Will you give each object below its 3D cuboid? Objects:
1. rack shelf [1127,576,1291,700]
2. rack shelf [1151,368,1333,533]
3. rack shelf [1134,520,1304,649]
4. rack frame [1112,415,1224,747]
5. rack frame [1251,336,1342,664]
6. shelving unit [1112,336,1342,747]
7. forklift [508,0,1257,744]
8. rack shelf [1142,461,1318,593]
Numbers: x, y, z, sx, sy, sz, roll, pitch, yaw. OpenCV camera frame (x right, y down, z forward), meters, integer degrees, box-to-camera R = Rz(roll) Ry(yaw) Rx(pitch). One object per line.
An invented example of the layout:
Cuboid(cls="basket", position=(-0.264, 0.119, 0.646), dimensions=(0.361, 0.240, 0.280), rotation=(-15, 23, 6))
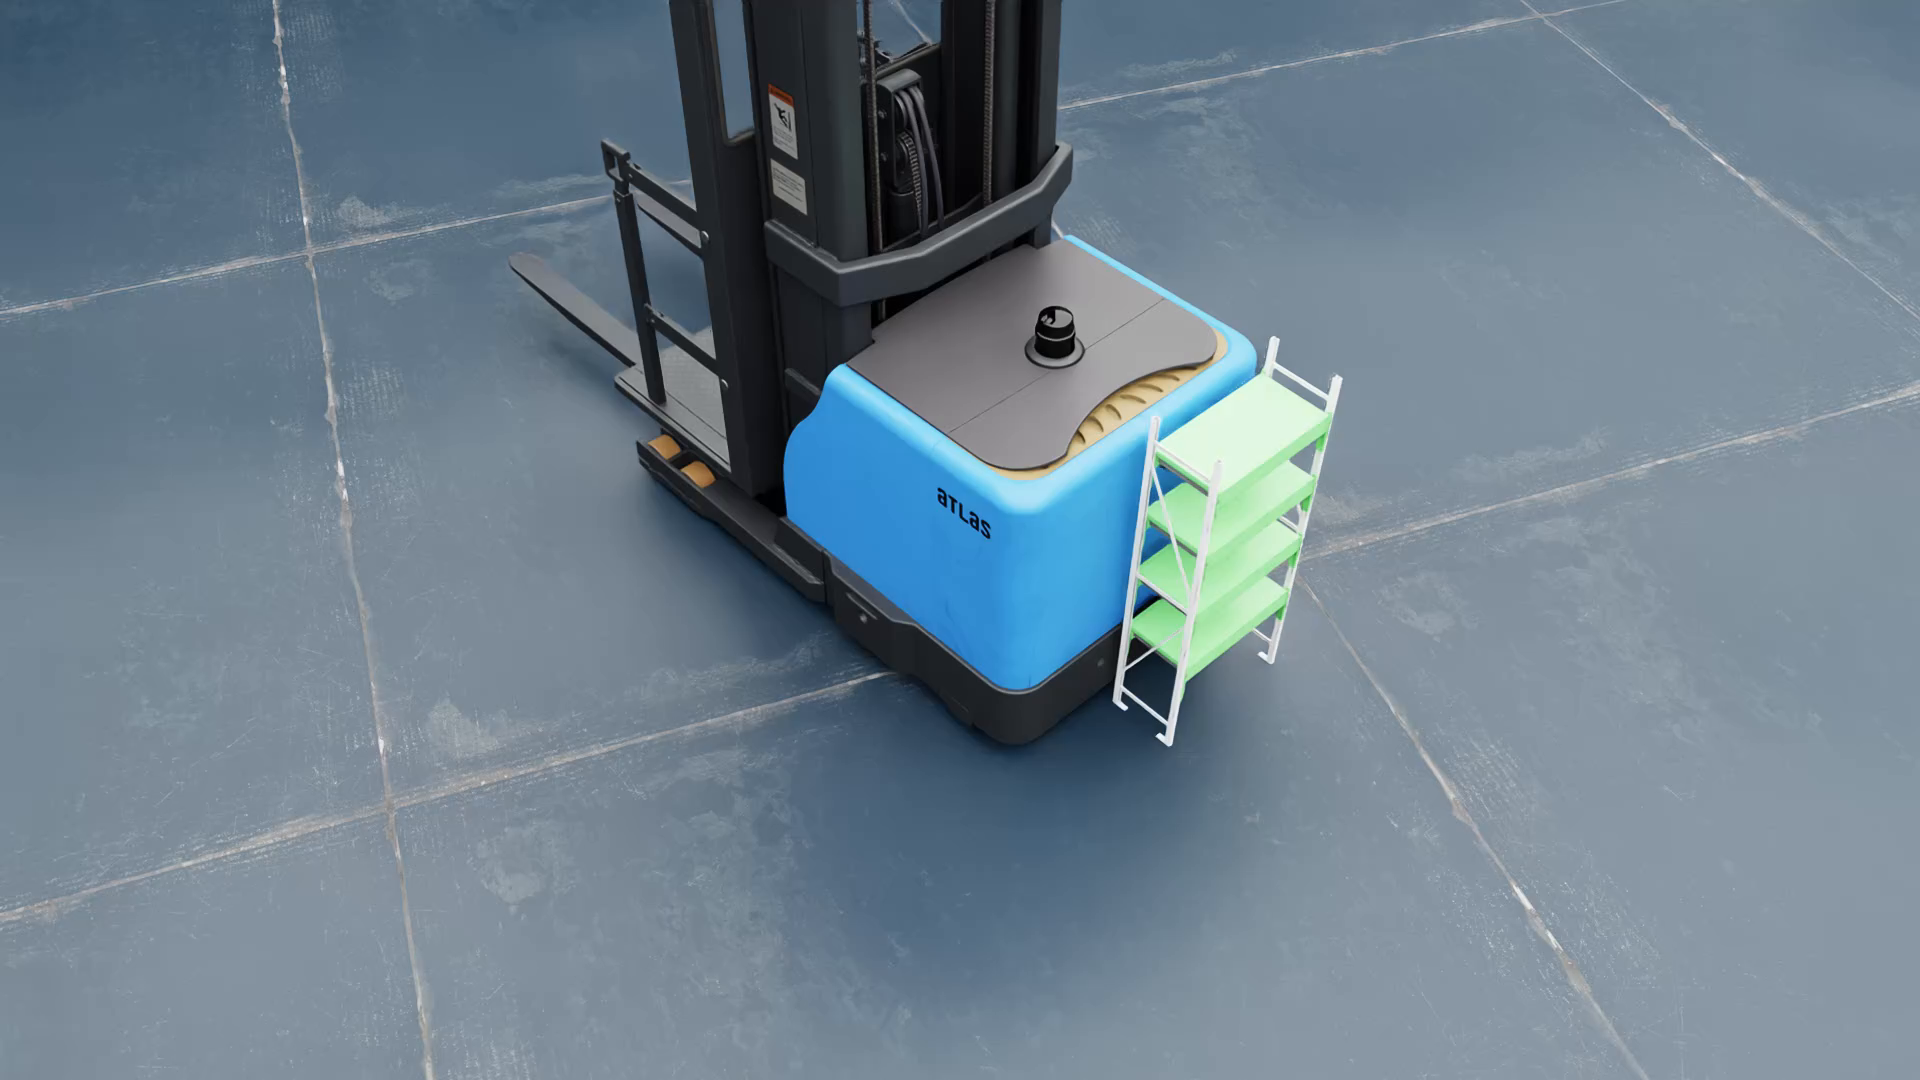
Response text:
Cuboid(cls="rack shelf", position=(0.751, 0.246, 5.081), dimensions=(0.480, 0.148, 0.258), rotation=(-33, 55, -29))
Cuboid(cls="rack shelf", position=(0.764, -0.252, 4.561), dimensions=(0.480, 0.148, 0.258), rotation=(-33, 55, -29))
Cuboid(cls="rack shelf", position=(0.755, 0.080, 4.908), dimensions=(0.480, 0.148, 0.258), rotation=(-33, 55, -29))
Cuboid(cls="rack frame", position=(0.578, 0.154, 4.744), dimensions=(0.015, 1.200, 0.240), rotation=(-33, 55, -29))
Cuboid(cls="rack frame", position=(0.935, -0.082, 4.979), dimensions=(0.015, 1.200, 0.240), rotation=(-33, 55, -29))
Cuboid(cls="shelving unit", position=(0.756, 0.036, 4.862), dimensions=(0.503, 1.200, 0.258), rotation=(-33, 55, -29))
Cuboid(cls="forklift", position=(-0.499, -1.368, 5.044), dimensions=(1.130, 2.935, 3.031), rotation=(-34, 54, -29))
Cuboid(cls="rack shelf", position=(0.759, -0.086, 4.735), dimensions=(0.480, 0.148, 0.258), rotation=(-33, 55, -29))
